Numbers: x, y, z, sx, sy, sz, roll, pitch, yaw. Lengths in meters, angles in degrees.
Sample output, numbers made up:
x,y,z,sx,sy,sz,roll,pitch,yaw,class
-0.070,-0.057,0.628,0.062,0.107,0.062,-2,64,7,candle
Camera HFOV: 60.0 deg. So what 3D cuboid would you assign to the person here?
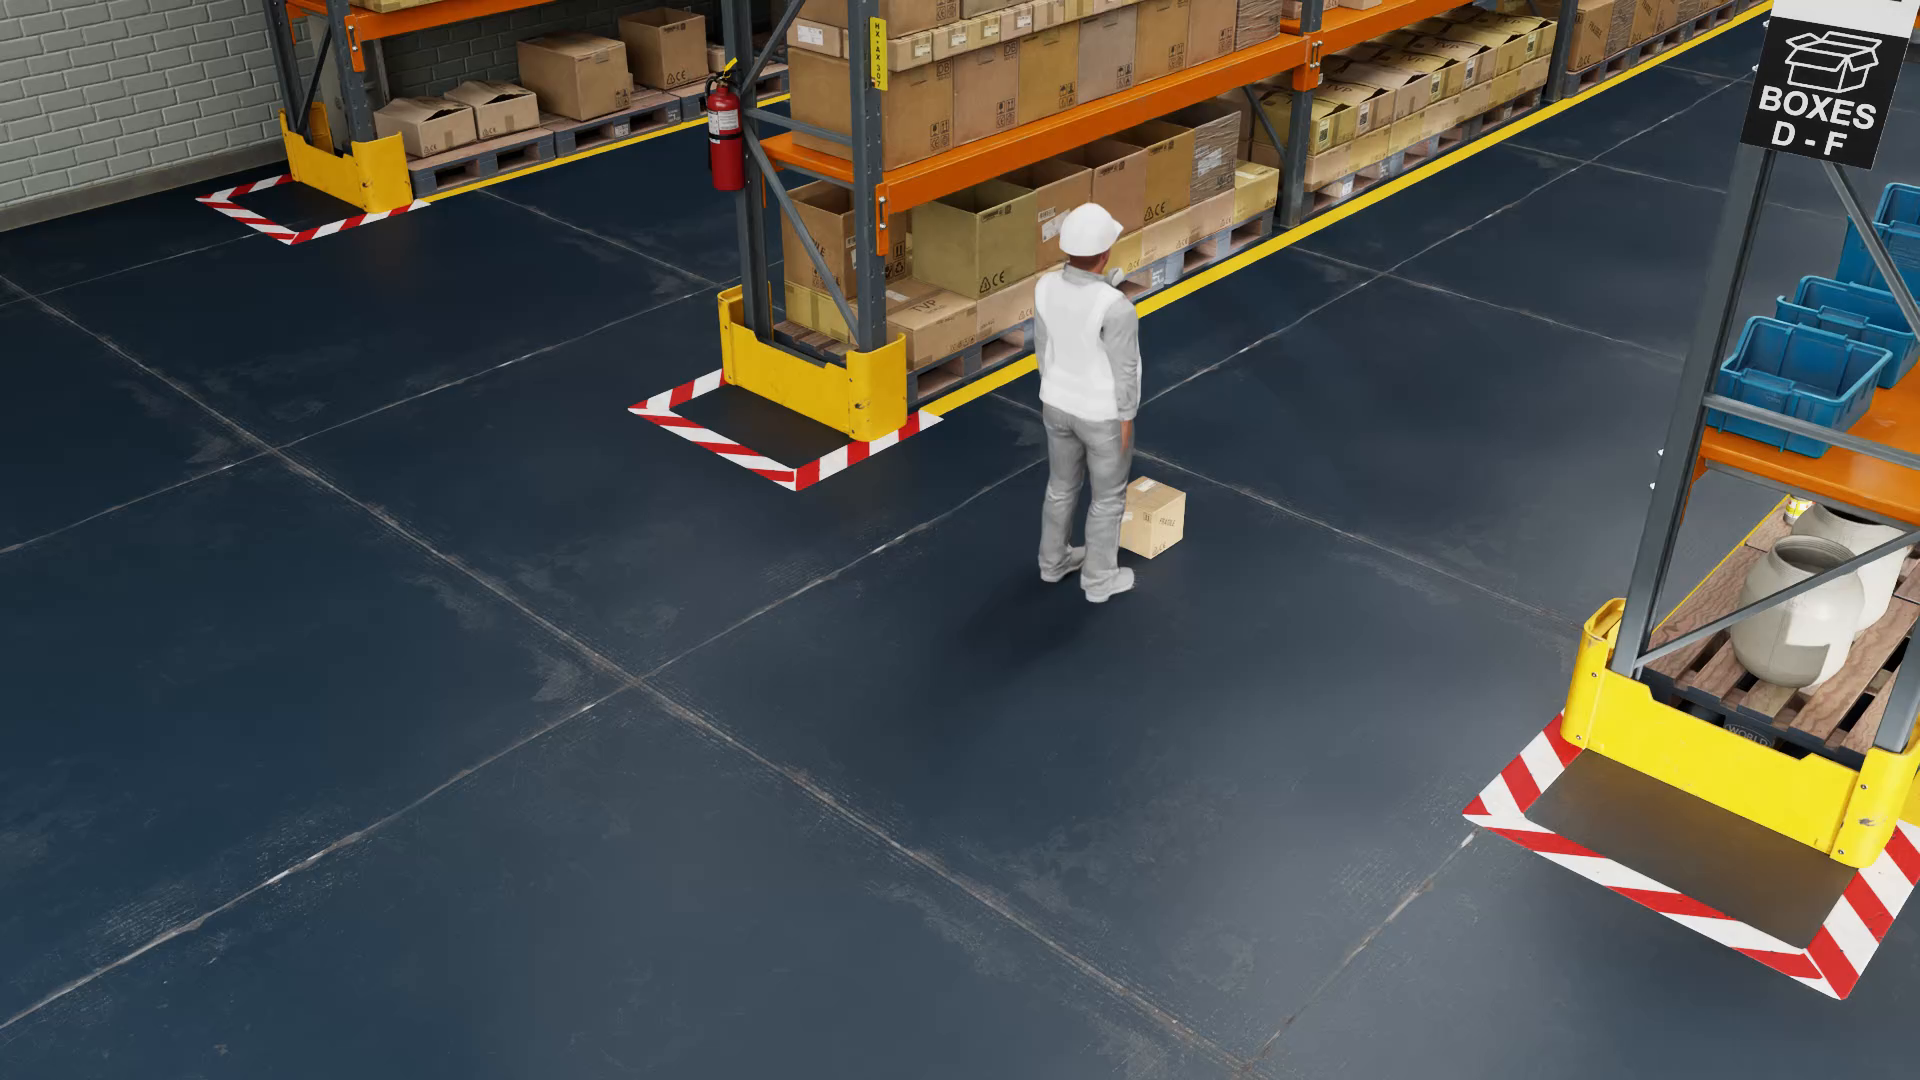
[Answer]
x,y,z,sx,sy,sz,roll,pitch,yaw,class
0.541,-0.581,7.075,0.533,1.771,0.358,26,40,36,person
